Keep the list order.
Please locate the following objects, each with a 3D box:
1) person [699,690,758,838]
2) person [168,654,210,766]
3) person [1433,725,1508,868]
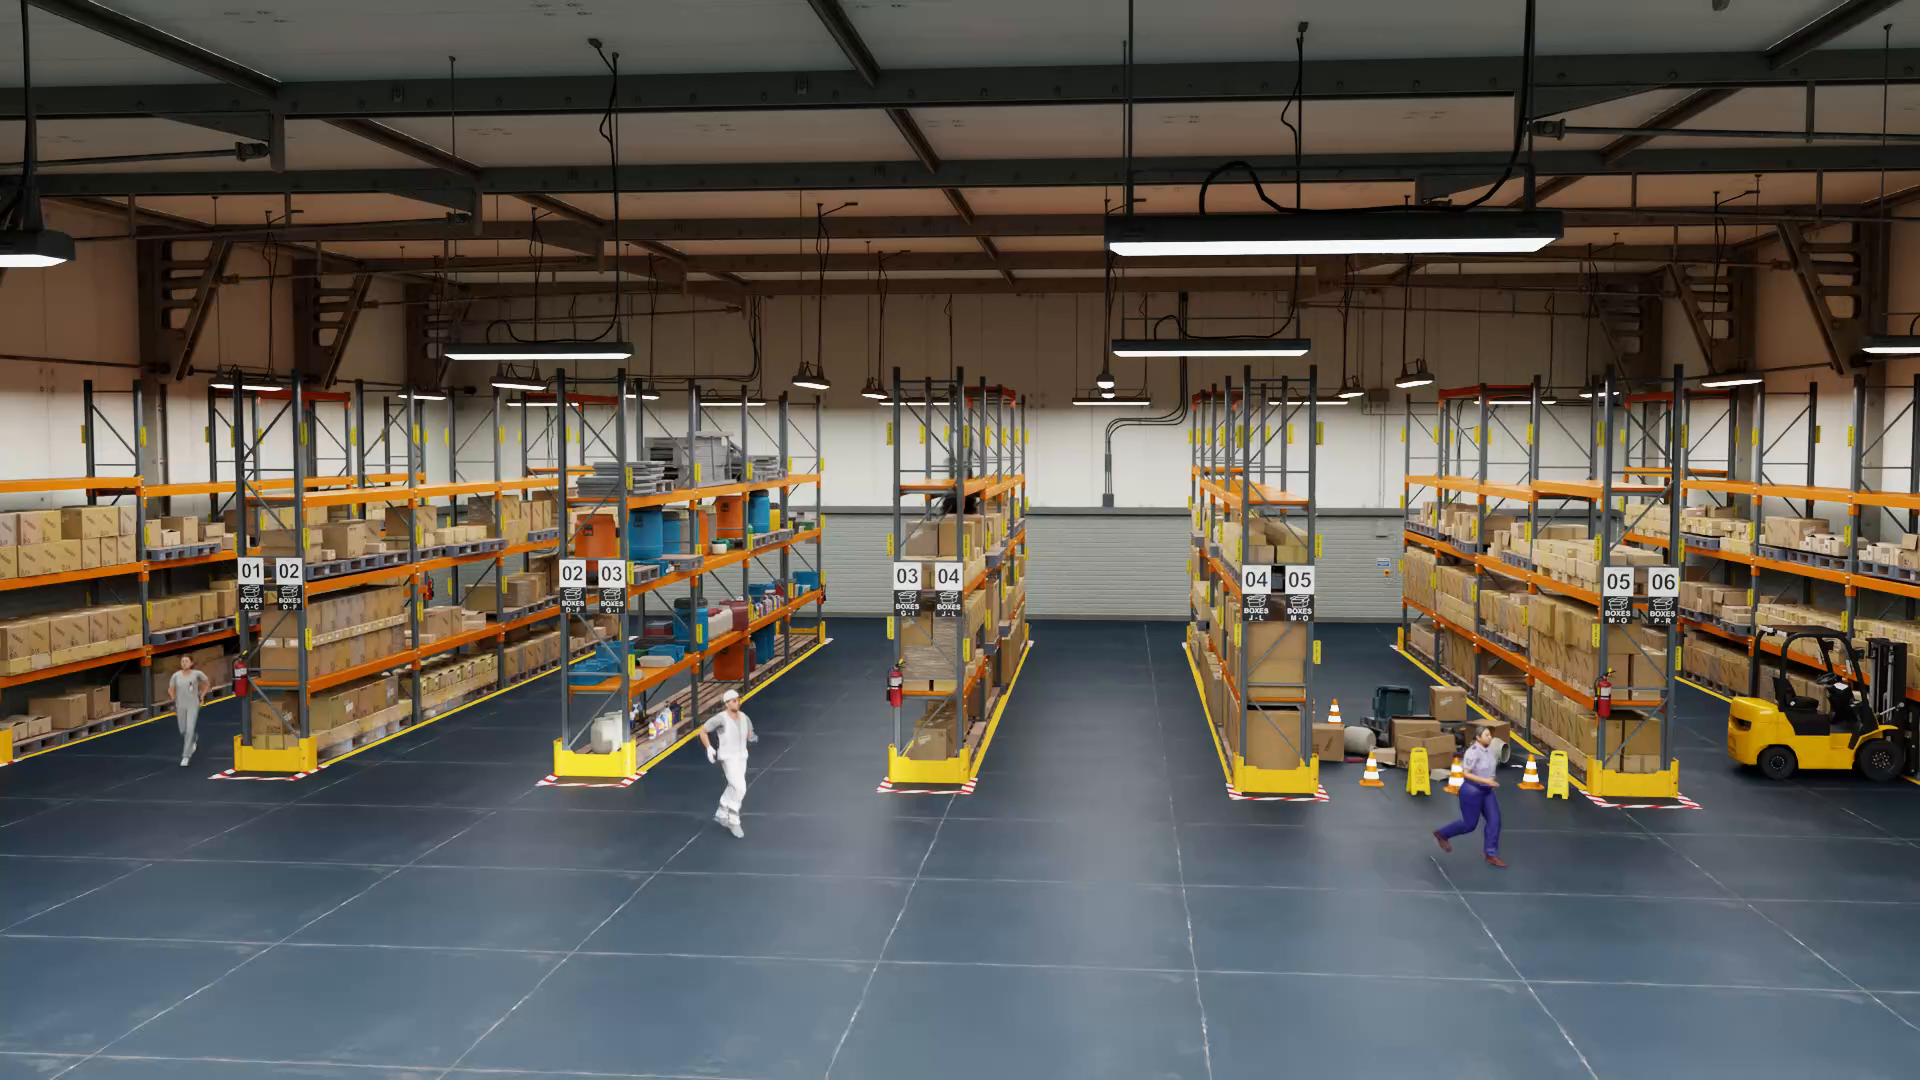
[{"bbox_3d":[-2.861,2.804,20.960,0.763,1.831,0.649,3,4,36],"label":"person"},{"bbox_3d":[-11.884,2.579,25.615,0.574,1.666,0.927,-1,4,-10],"label":"person"},{"bbox_3d":[6.028,2.974,19.543,0.592,1.638,0.886,-3,5,-43],"label":"person"}]
